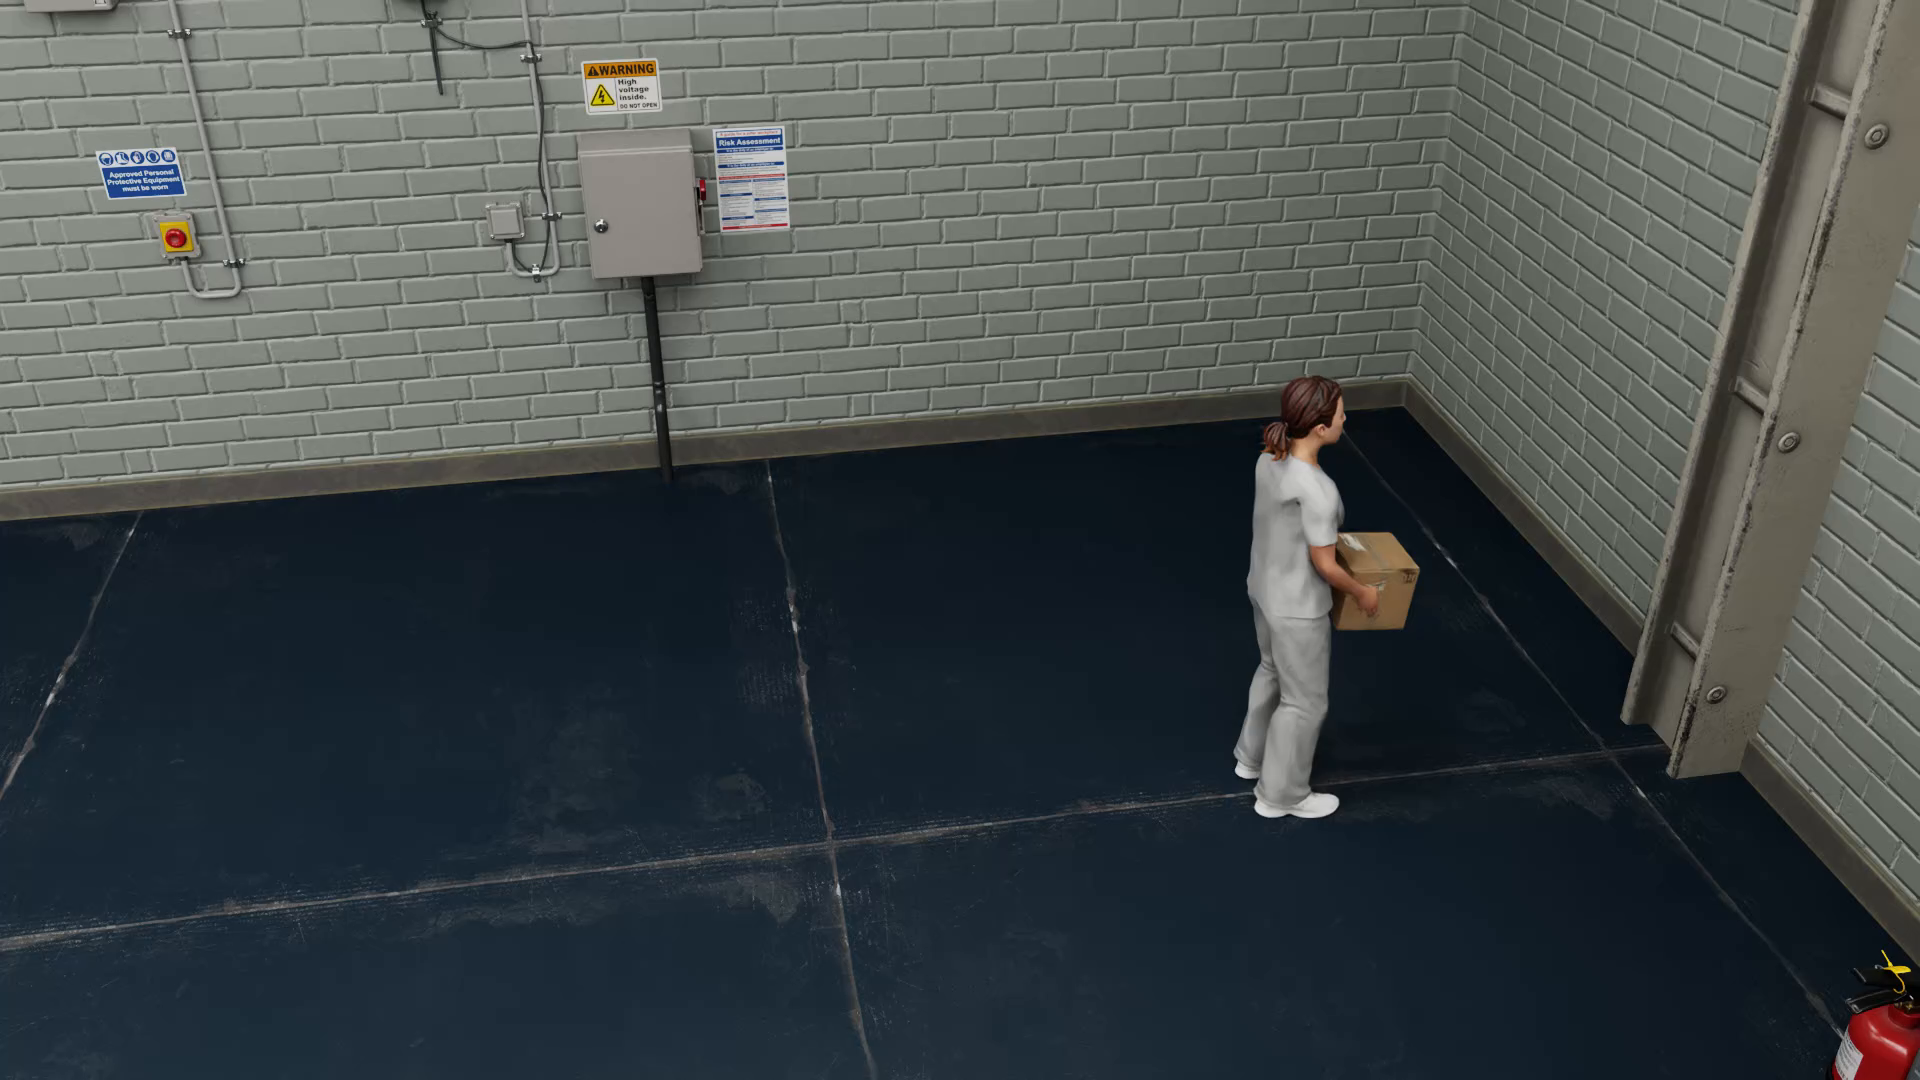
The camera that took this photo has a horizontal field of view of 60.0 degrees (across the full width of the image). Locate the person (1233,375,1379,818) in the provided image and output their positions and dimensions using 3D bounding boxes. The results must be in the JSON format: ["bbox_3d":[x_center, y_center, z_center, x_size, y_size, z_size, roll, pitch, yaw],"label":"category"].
[{"bbox_3d":[1.206,0.196,5.803,0.461,1.675,0.465,-6,31,-9],"label":"person"}]
